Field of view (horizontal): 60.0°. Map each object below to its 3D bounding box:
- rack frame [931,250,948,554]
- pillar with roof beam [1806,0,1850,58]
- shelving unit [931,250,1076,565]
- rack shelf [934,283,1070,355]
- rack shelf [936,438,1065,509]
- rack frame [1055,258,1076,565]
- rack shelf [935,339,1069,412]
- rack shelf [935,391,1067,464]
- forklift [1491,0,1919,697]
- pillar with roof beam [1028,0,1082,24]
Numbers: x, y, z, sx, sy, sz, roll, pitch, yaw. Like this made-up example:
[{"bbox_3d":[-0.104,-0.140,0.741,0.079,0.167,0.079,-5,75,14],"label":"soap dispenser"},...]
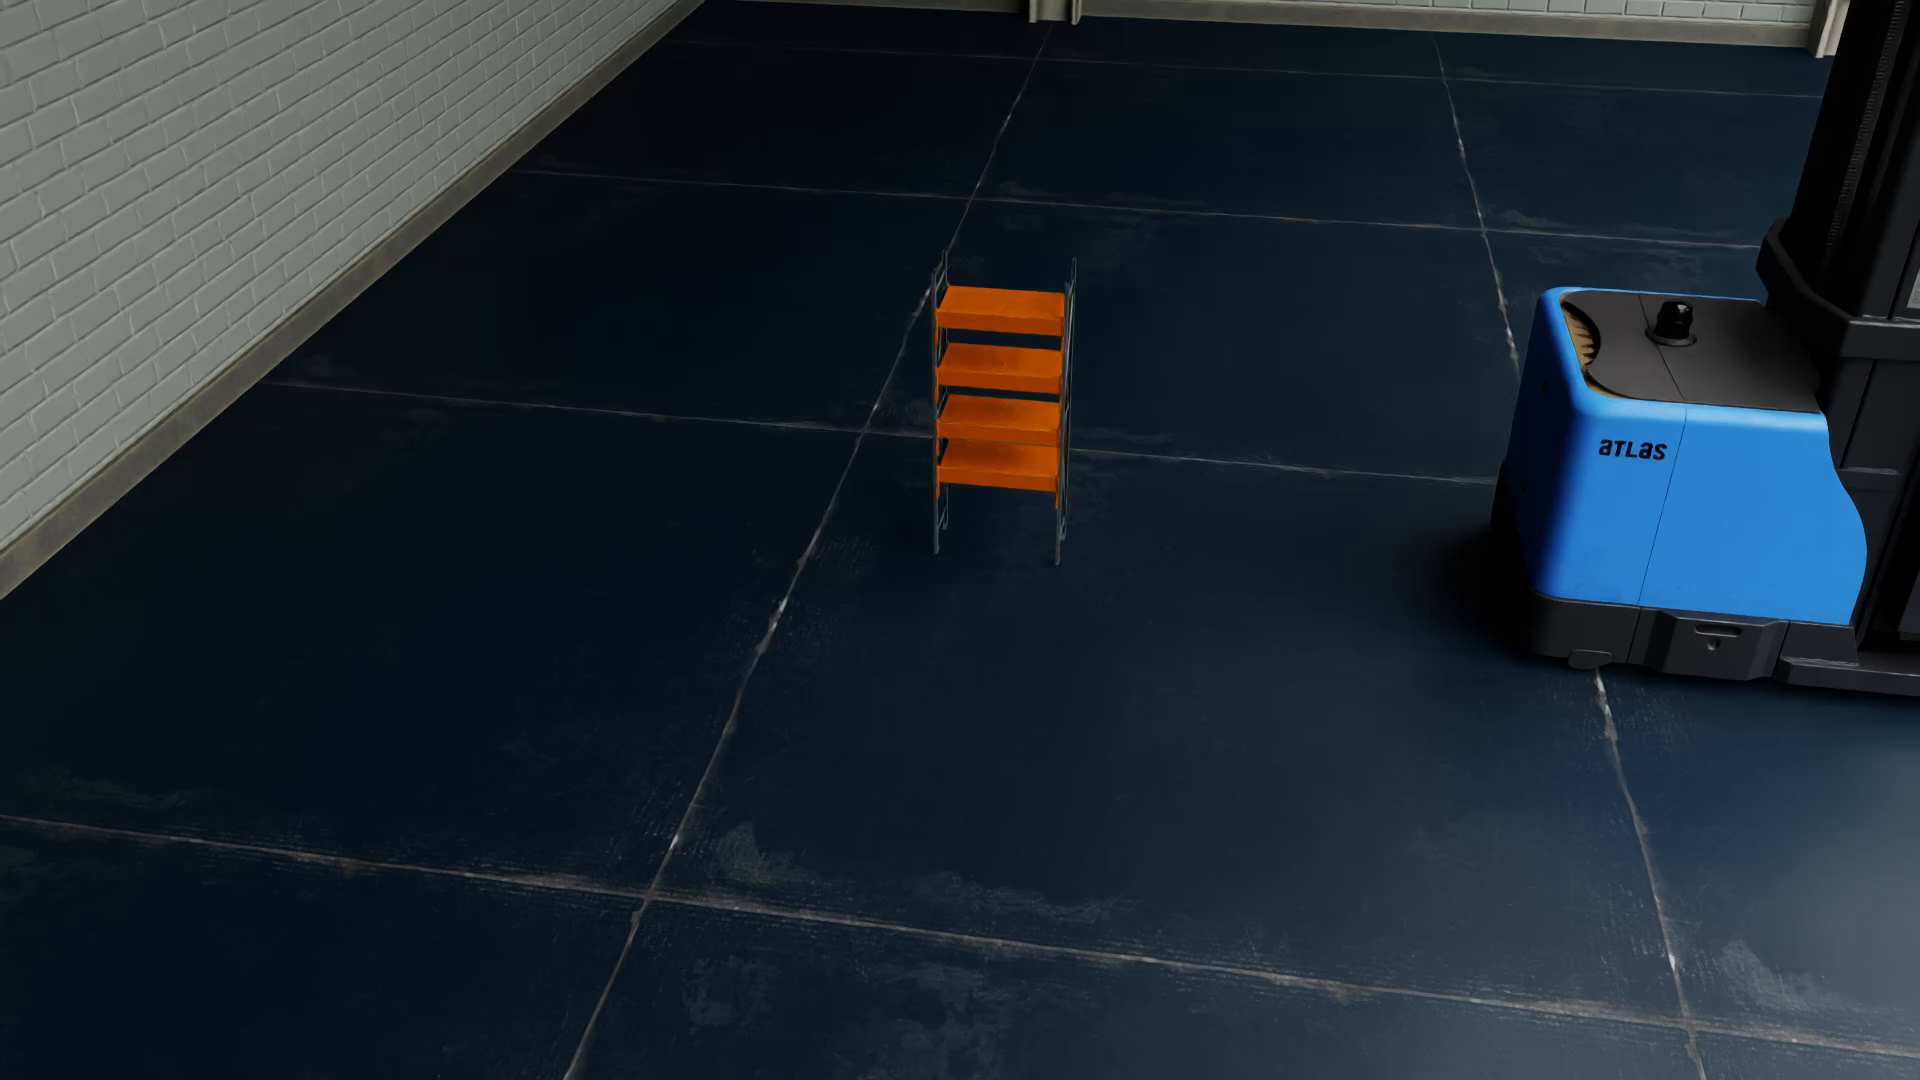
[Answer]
[{"bbox_3d":[-0.077,-0.516,6.443,0.015,1.200,0.240,5,32,8],"label":"rack frame"},{"bbox_3d":[5.964,-5.274,6.694,0.400,9.000,9.100,5,32,8],"label":"pillar with roof beam"},{"bbox_3d":[0.163,-0.494,6.408,0.503,1.200,0.258,5,32,8],"label":"shelving unit"},{"bbox_3d":[0.163,-0.827,6.200,0.480,0.148,0.258,5,32,8],"label":"rack shelf"},{"bbox_3d":[0.163,-0.268,6.549,0.480,0.148,0.258,5,32,8],"label":"rack shelf"},{"bbox_3d":[0.404,-0.472,6.373,0.015,1.200,0.240,5,32,8],"label":"rack frame"},{"bbox_3d":[0.163,-0.626,6.325,0.480,0.148,0.258,5,32,8],"label":"rack shelf"},{"bbox_3d":[0.163,-0.437,6.444,0.480,0.148,0.258,5,32,8],"label":"rack shelf"},{"bbox_3d":[3.577,-0.912,5.445,3.031,2.935,1.130,5,32,8],"label":"forklift"},{"bbox_3d":[0.050,-5.809,7.549,0.400,9.000,9.100,5,32,8],"label":"pillar with roof beam"}]
